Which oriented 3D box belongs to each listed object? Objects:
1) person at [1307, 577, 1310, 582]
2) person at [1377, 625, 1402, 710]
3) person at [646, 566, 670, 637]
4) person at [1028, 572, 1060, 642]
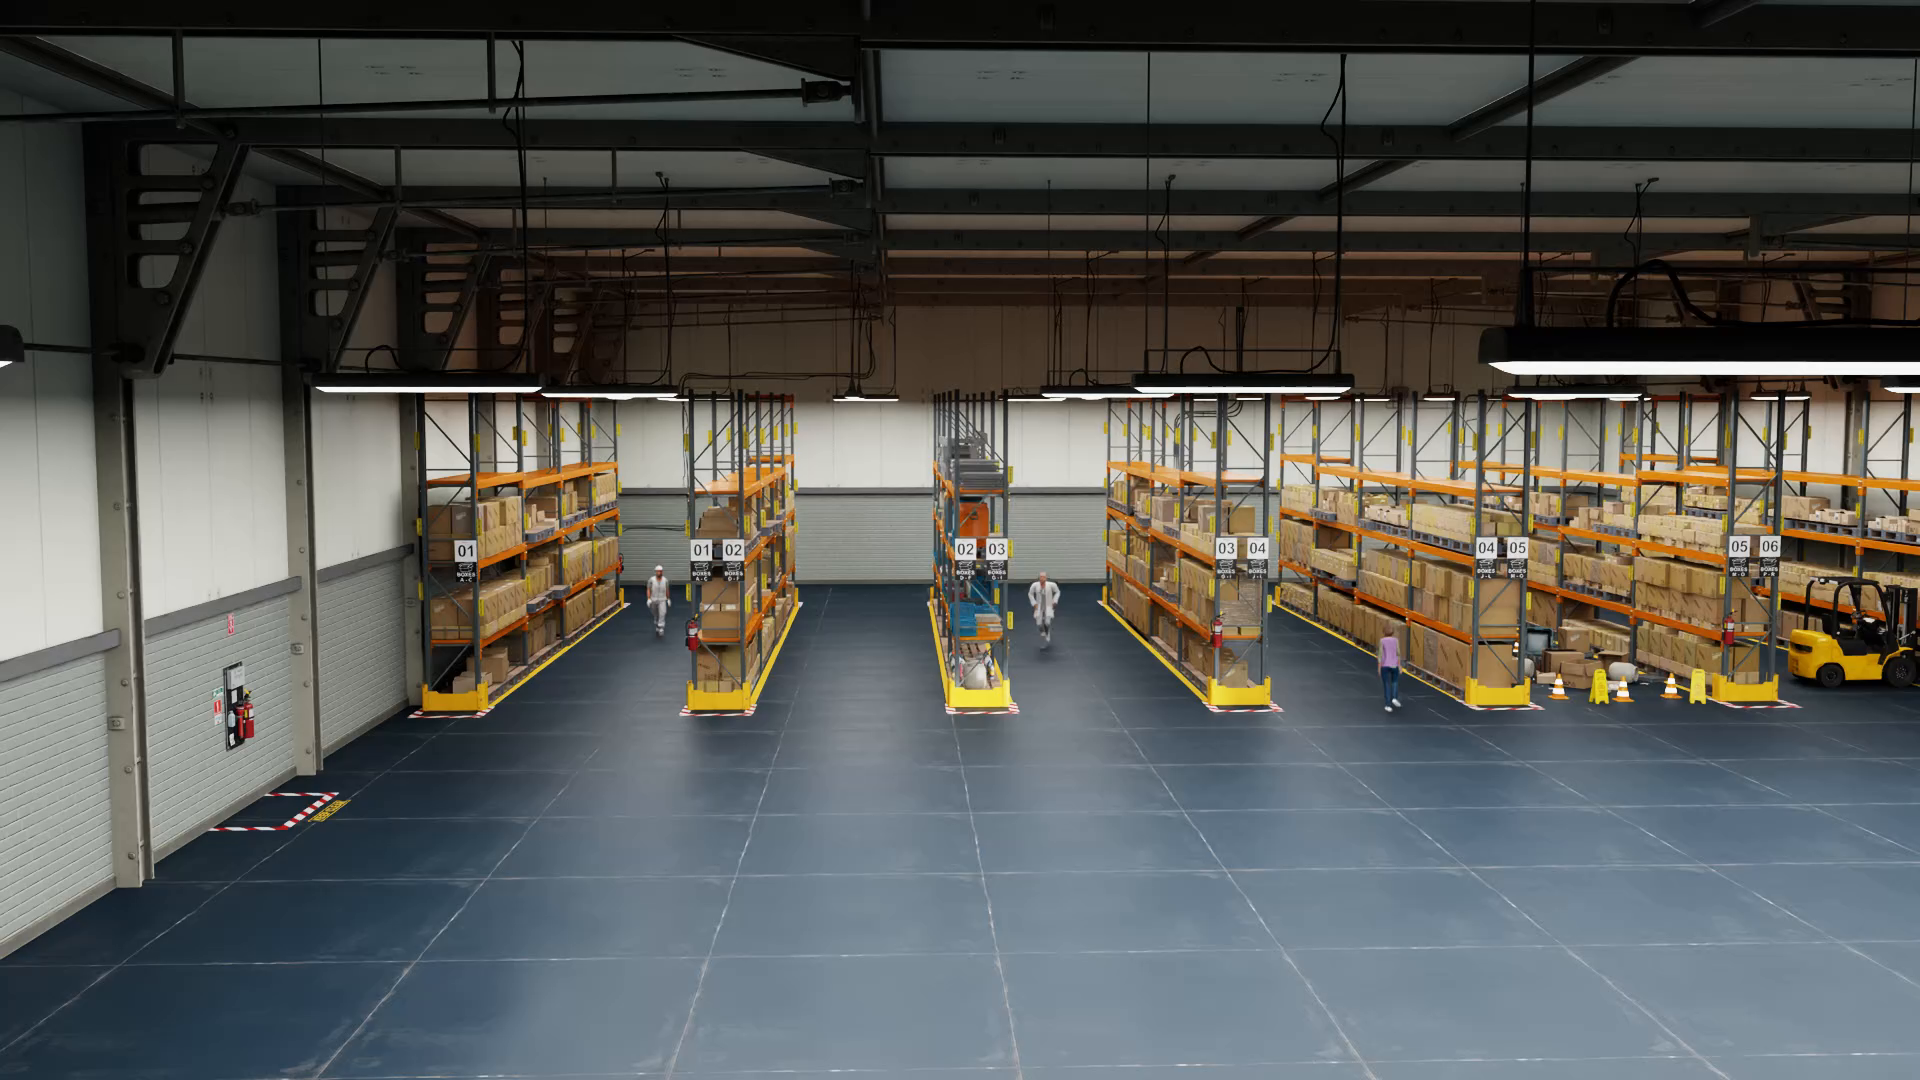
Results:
[{"bbox_3d":[10.776,0.652,51.402,0.604,1.697,1.093,3,6,33],"label":"person"},{"bbox_3d":[8.029,2.384,31.099,0.456,1.586,0.441,0,5,4],"label":"person"},{"bbox_3d":[-7.441,1.501,41.007,0.557,1.731,1.098,0,5,-6],"label":"person"},{"bbox_3d":[1.978,1.563,39.005,0.750,1.656,0.645,1,5,6],"label":"person"}]
